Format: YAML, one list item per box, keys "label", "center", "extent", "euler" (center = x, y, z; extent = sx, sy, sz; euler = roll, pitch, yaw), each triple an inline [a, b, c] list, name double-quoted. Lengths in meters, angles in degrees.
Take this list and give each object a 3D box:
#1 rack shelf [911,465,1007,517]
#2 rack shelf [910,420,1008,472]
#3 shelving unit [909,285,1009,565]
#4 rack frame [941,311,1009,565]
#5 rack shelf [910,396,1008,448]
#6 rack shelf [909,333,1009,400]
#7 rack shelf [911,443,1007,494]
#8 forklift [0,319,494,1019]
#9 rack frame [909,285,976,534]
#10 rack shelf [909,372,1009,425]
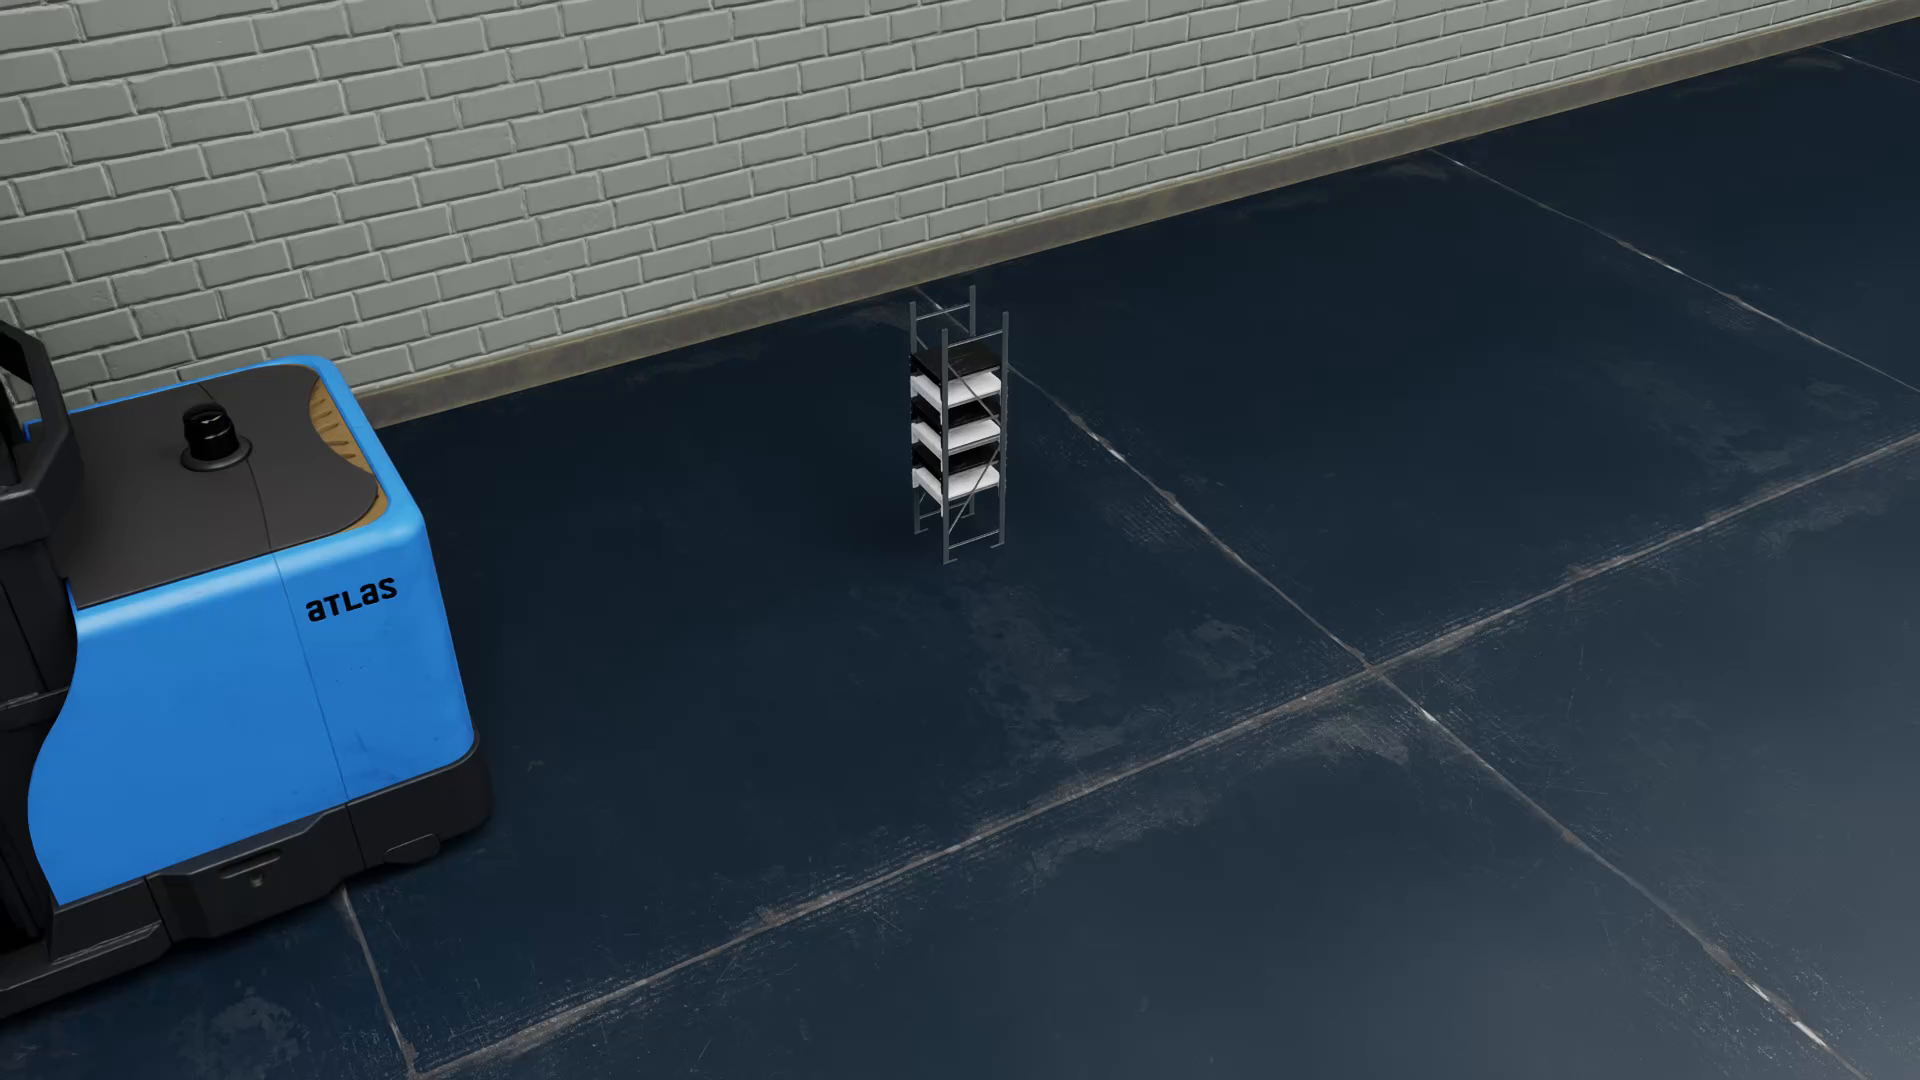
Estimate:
- label: "rack shelf"
  center: [-0.004, -0.195, 5.616]
  extent: [0.258, 0.077, 0.200]
  euler: [-19, 40, -24]
- label: "rack shelf"
  center: [-0.004, -0.341, 5.510]
  extent: [0.258, 0.077, 0.200]
  euler: [-19, 40, -24]
- label: "shelving unit"
  center: [-0.004, -0.368, 5.490]
  extent: [0.258, 0.900, 0.210]
  euler: [-19, 40, -24]
- label: "rack frame"
  center: [0.047, -0.316, 5.419]
  extent: [0.240, 0.900, 0.006]
  euler: [-19, 40, -24]
- label: "rack shelf"
  center: [-0.004, -0.413, 5.457]
  extent: [0.258, 0.077, 0.200]
  euler: [-19, 40, -24]
- label: "rack shelf"
  center: [-0.004, -0.559, 5.351]
  extent: [0.258, 0.077, 0.200]
  euler: [-19, 40, -24]
- label: "rack shelf"
  center: [-0.004, -0.268, 5.563]
  extent: [0.258, 0.077, 0.200]
  euler: [-19, 40, -24]
- label: "forklift"
  center: [-2.825, -0.171, 3.499]
  extent: [3.031, 2.935, 1.130]
  euler: [-19, 40, -24]
- label: "rack frame"
  center: [-0.055, -0.419, 5.561]
  extent: [0.240, 0.900, 0.006]
  euler: [-19, 40, -24]
- label: "rack shelf"
  center: [-0.004, -0.486, 5.404]
  extent: [0.258, 0.077, 0.200]
  euler: [-19, 40, -24]
